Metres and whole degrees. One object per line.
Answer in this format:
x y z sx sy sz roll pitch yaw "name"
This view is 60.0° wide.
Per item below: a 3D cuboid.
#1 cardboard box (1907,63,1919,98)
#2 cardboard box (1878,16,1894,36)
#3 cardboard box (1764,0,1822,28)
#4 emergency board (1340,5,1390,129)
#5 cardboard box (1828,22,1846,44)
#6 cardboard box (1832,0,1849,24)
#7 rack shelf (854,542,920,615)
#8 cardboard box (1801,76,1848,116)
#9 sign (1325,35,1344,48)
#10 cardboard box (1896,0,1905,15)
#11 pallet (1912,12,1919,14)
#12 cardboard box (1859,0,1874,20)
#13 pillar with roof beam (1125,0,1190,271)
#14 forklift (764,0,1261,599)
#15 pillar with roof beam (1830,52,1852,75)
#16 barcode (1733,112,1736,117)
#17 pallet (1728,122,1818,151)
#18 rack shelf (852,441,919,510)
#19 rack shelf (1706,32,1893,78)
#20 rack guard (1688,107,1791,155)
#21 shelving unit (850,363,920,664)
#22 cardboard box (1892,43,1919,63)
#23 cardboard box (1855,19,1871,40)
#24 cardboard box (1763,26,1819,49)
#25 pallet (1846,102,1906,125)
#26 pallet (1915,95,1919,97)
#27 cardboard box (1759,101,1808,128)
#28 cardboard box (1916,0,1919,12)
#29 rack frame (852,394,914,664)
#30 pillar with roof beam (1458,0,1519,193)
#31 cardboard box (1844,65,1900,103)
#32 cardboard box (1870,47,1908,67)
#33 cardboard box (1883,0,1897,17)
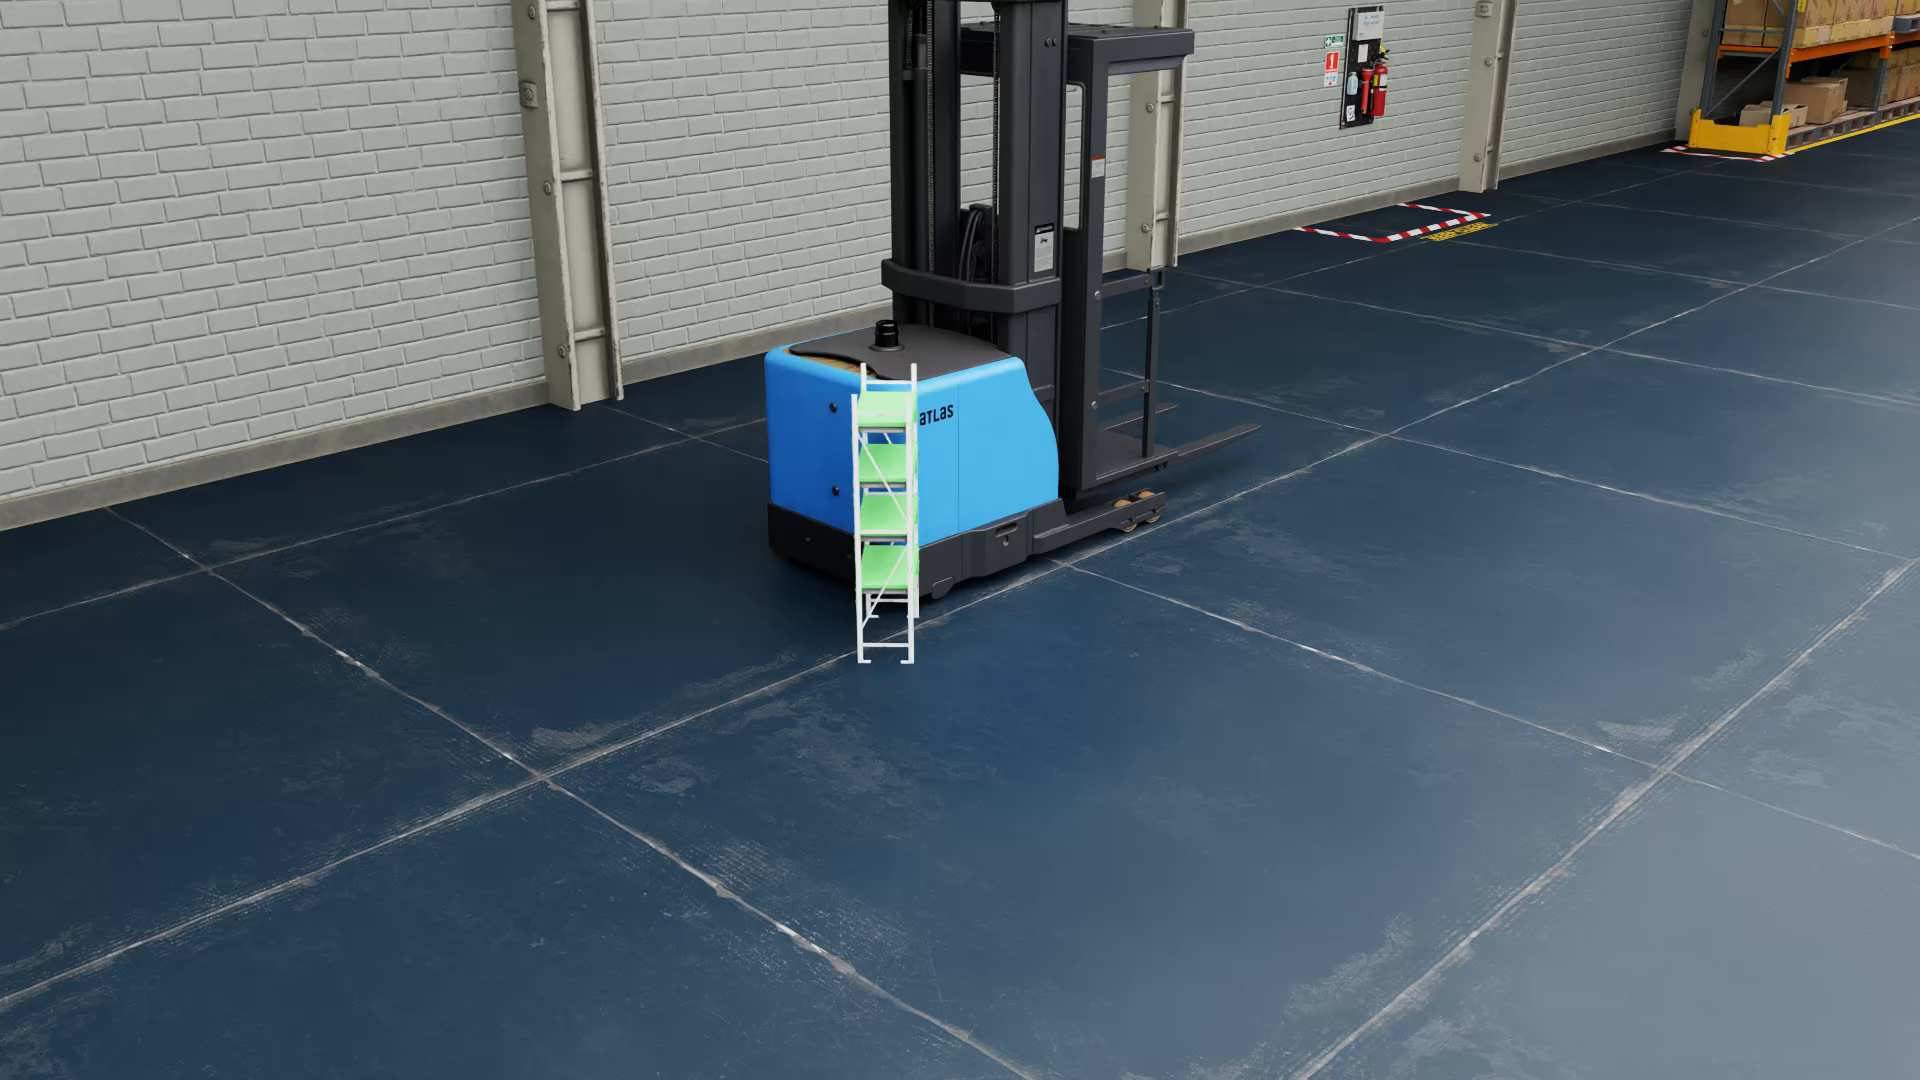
14.567 -7.213 26.030 0.700 0.500 0.500 19 28 40 "cardboard box"
12.897 -7.324 23.629 0.500 0.250 0.500 19 28 41 "cardboard box"
10.769 -6.891 21.457 0.500 0.500 0.500 19 28 41 "cardboard box"
4.152 -4.782 16.836 0.194 1.169 0.643 19 28 41 "emergency board"
11.500 -6.806 22.281 0.500 0.250 0.500 19 28 40 "cardboard box"
11.485 -7.147 22.123 0.500 0.500 0.500 18 27 39 "cardboard box"
-0.315 0.166 7.316 0.258 0.148 0.480 0 21 1 "rack shelf"
12.315 -6.344 23.769 0.500 0.500 0.500 17 27 37 "cardboard box"
3.702 -4.929 16.429 0.001 0.109 0.331 19 28 41 "sign"
13.390 -7.956 24.341 0.700 0.500 0.500 19 28 41 "cardboard box"
14.449 -8.002 25.479 1.003 0.211 1.213 19 28 41 "pallet"
12.199 -7.416 22.824 0.500 0.500 0.500 18 28 39 "cardboard box"
4.802 -5.588 10.571 9.100 9.000 0.400 19 28 41 "pillar with roof beam"
0.447 -1.527 8.462 3.031 2.935 1.130 -20 28 -41 "forklift"
17.359 -10.215 22.610 9.100 9.000 0.400 19 28 41 "pillar with roof beam"
10.493 -5.769 22.524 0.001 0.075 0.075 19 28 41 "barcode"
10.865 -5.472 22.516 1.003 0.211 1.213 19 28 41 "pallet"
-0.315 -0.282 7.144 0.258 0.148 0.480 0 21 1 "rack shelf"
11.615 -6.732 22.912 1.077 0.370 4.000 19 28 41 "rack shelf"
10.273 -5.407 21.944 1.175 0.500 0.348 19 28 41 "rack guard"
-0.315 -0.117 7.207 0.258 1.200 0.503 0 21 1 "shelving unit"
14.894 -7.670 26.174 0.500 0.250 0.500 -20 28 -41 "cardboard box"
12.204 -7.065 22.955 0.500 0.250 0.500 19 28 40 "cardboard box"
10.788 -6.539 21.588 0.500 0.250 0.500 18 28 39 "cardboard box"
13.553 -6.481 25.142 1.003 0.211 1.213 19 28 41 "pallet"
15.255 -7.108 26.774 1.003 0.211 1.213 19 28 41 "pallet"
11.165 -5.806 22.634 0.500 0.311 0.500 -17 27 -38 "cardboard box"
14.222 -8.275 25.171 0.500 0.500 0.700 -16 26 -35 "cardboard box"
-0.320 -0.030 6.980 0.240 1.200 0.015 0 21 1 "rack frame"
8.988 -7.131 14.584 9.100 9.000 0.400 19 28 41 "pillar with roof beam"
13.837 -6.959 25.371 0.700 0.500 0.500 19 28 40 "cardboard box"
14.177 -7.413 25.505 0.500 0.250 0.500 18 28 39 "cardboard box"
12.902 -7.673 23.491 0.500 0.500 0.500 19 28 41 "cardboard box"
